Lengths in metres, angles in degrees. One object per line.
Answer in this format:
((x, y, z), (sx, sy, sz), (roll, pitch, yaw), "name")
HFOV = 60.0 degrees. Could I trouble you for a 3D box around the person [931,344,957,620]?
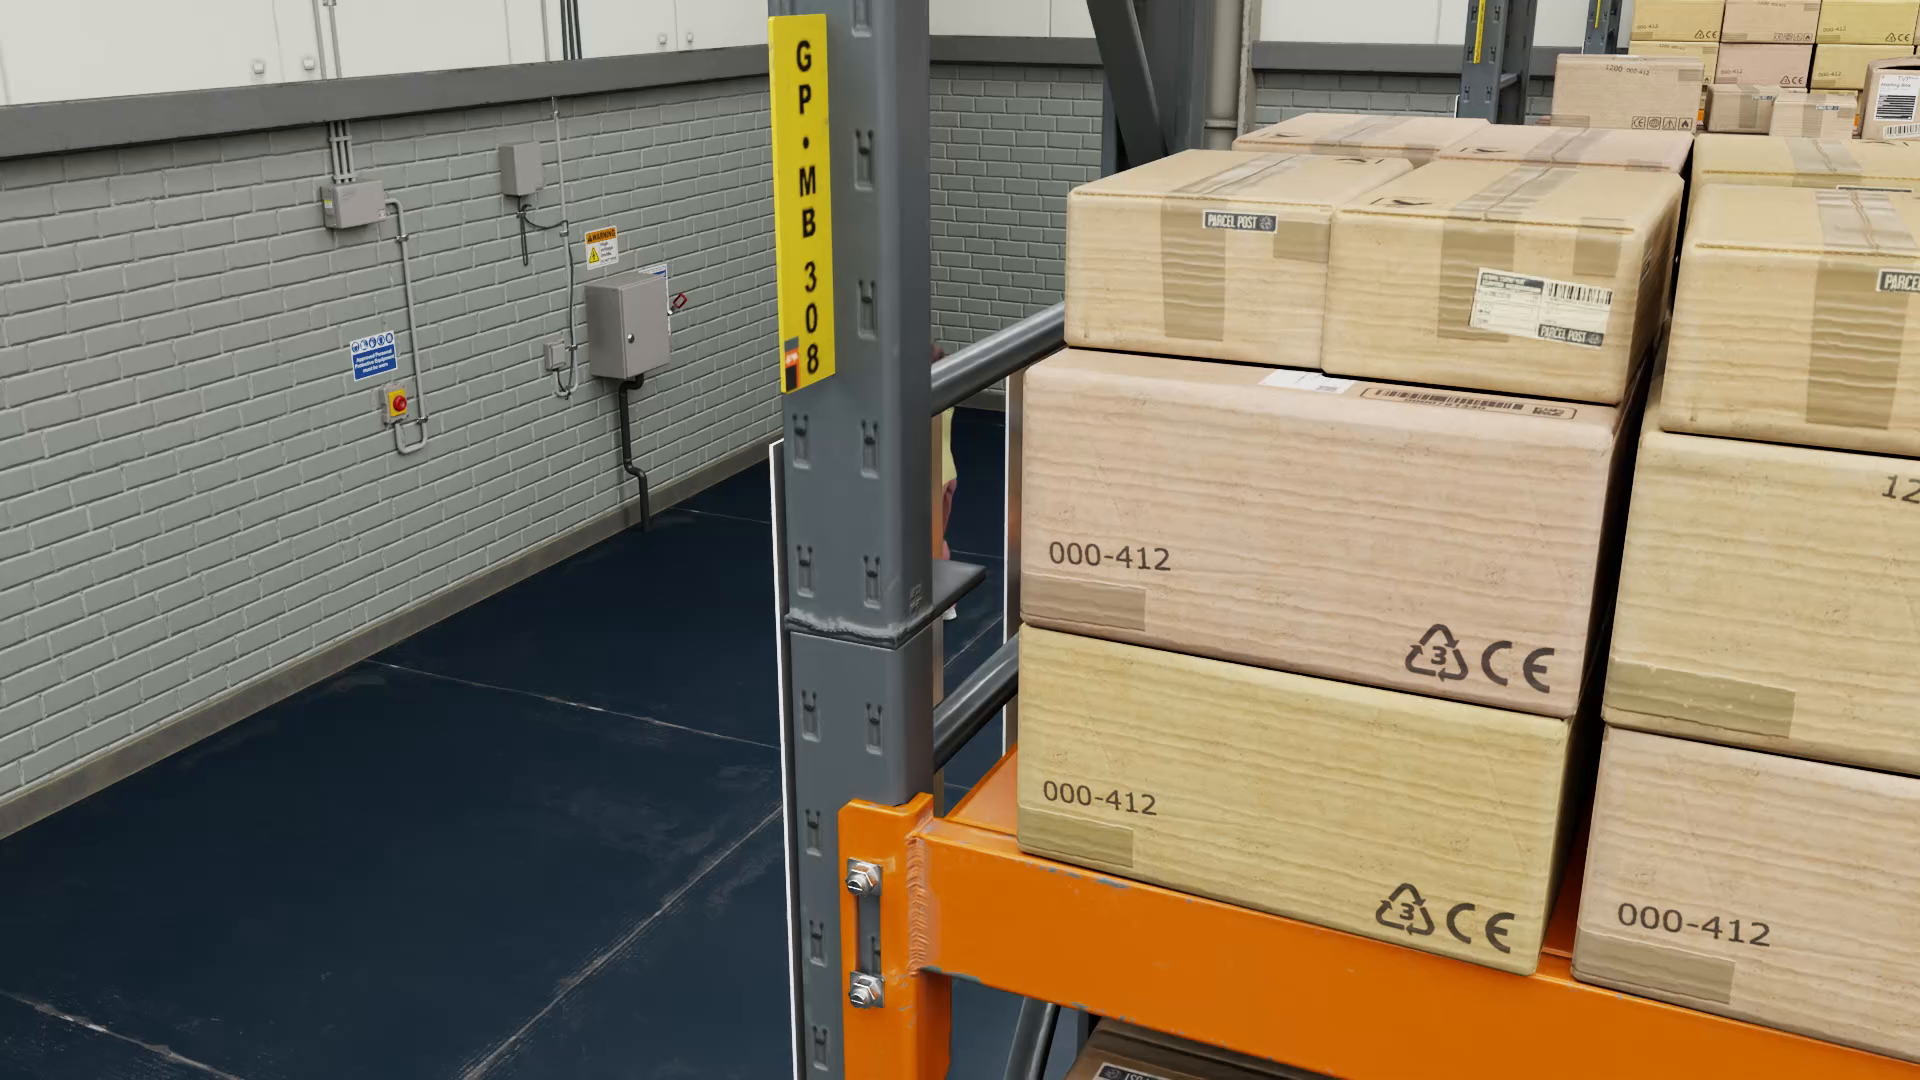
((-0.261, -0.309, 9.477), (0.527, 1.669, 0.405), (8, 21, 22), "person")
